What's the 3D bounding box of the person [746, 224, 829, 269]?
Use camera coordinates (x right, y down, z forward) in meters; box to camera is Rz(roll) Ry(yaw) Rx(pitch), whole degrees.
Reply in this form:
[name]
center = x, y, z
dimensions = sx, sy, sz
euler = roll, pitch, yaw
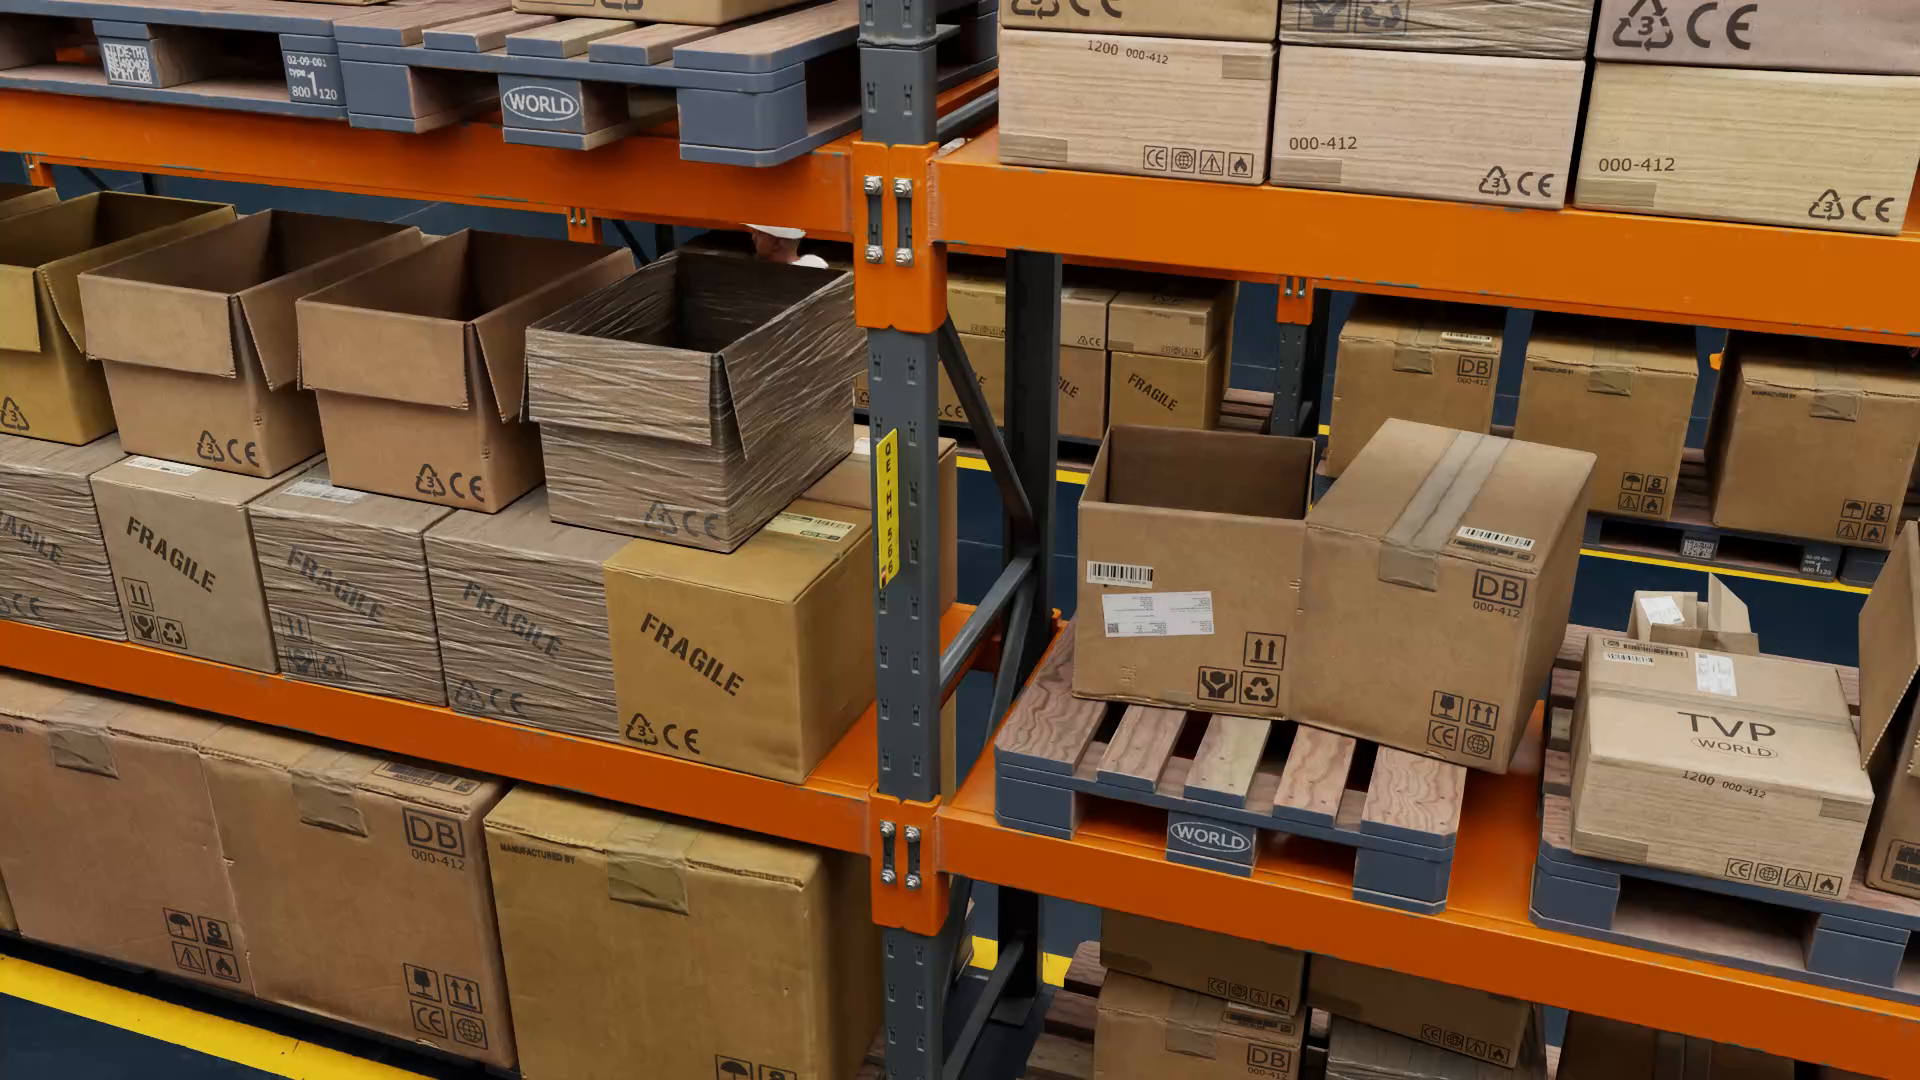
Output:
[person]
center = -0.836, -0.662, 7.477
dimensions = 0.582, 1.781, 0.491
euler = 8, 27, 17
